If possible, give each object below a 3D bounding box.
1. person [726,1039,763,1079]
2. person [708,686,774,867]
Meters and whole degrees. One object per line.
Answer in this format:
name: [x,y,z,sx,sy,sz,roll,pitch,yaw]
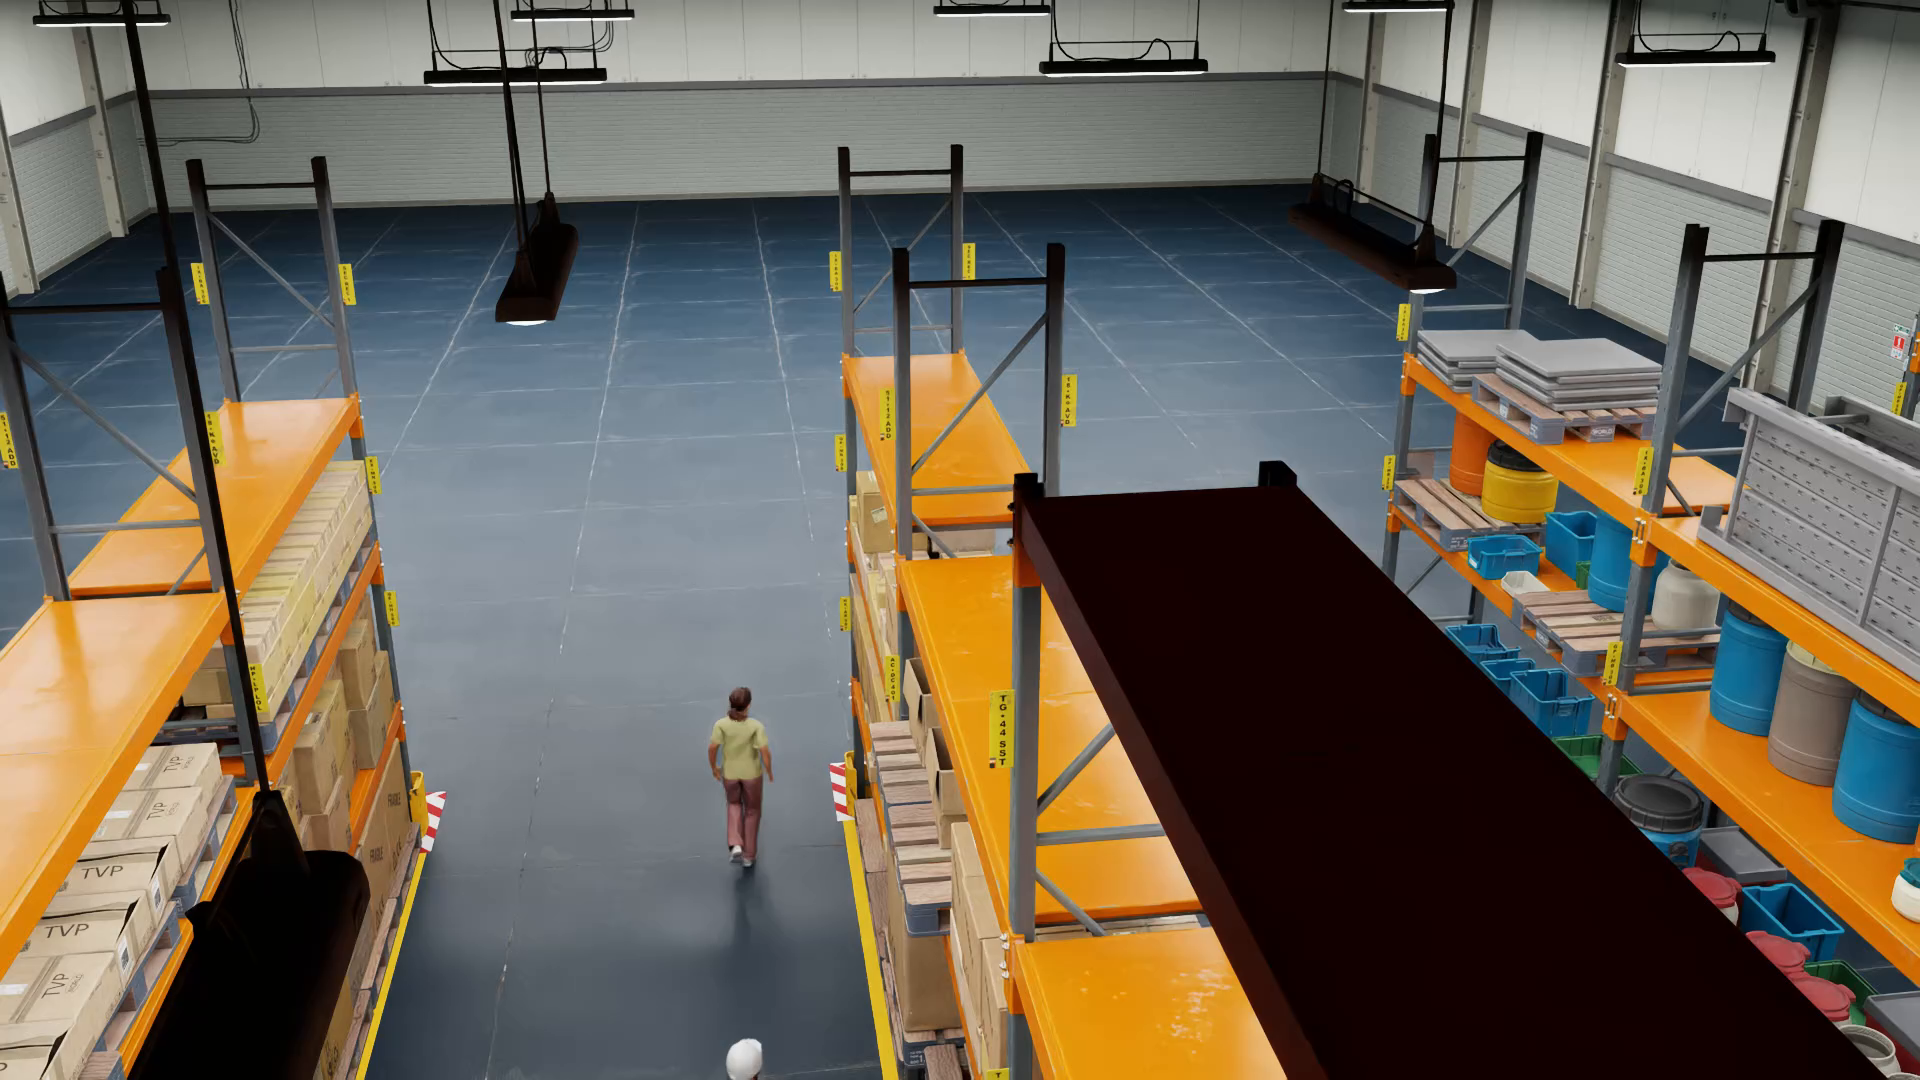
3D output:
person: [-1.277,3.773,9.833,0.719,1.686,0.633,0,22,1]
person: [-1.877,2.047,14.250,0.545,1.655,0.502,2,22,5]
